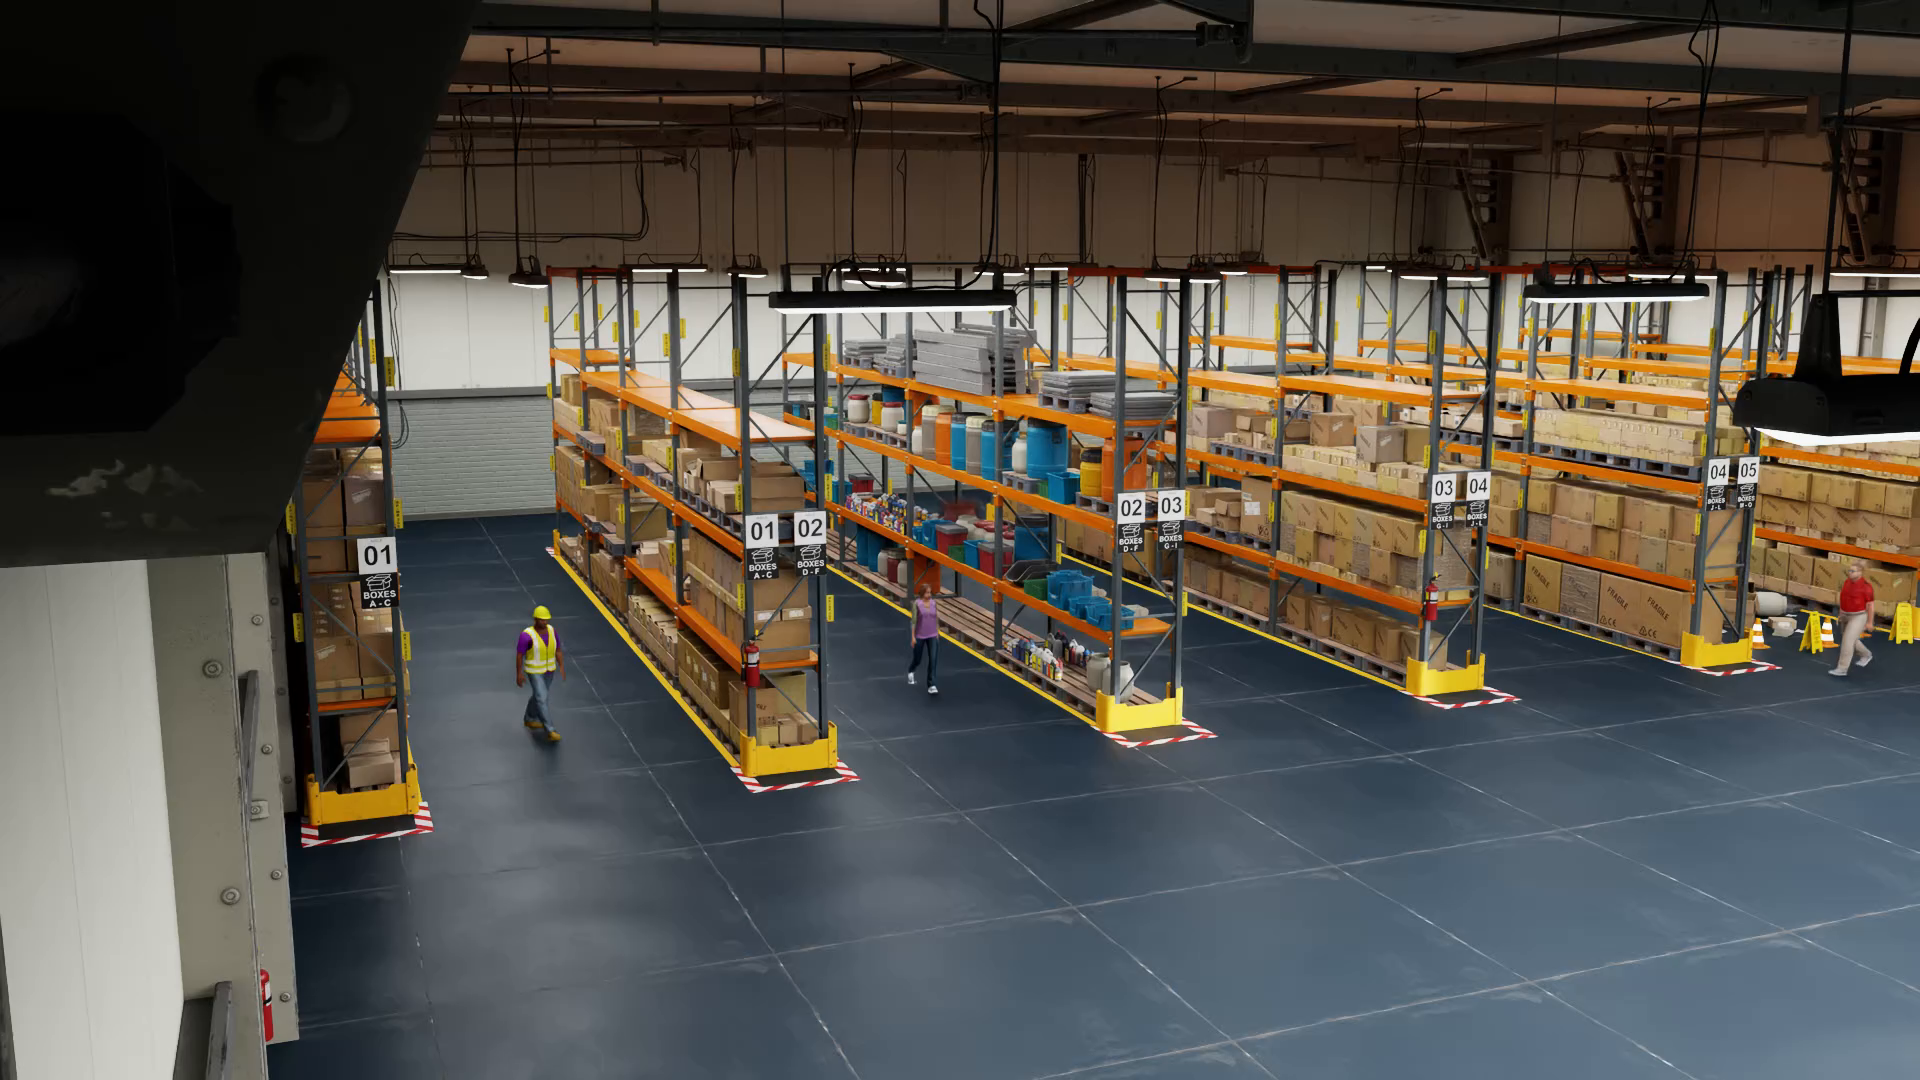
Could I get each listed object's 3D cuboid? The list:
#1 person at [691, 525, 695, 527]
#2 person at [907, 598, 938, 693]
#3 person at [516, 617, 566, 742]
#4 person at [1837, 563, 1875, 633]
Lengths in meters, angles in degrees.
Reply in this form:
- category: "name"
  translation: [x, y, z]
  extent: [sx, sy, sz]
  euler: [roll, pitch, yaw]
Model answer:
- category: "person"
  translation: [-4.935, -0.020, 32.018]
  extent: [0.519, 1.414, 0.786]
  euler: [-2, 10, -12]
- category: "person"
  translation: [-0.508, 1.513, 24.049]
  extent: [0.373, 1.340, 0.816]
  euler: [-3, 10, -18]
- category: "person"
  translation: [-5.439, 1.727, 21.744]
  extent: [1.033, 1.667, 0.591]
  euler: [7, 12, 35]
- category: "person"
  translation: [13.426, 0.859, 24.919]
  extent: [0.284, 1.035, 0.539]
  euler: [-3, 10, -19]
